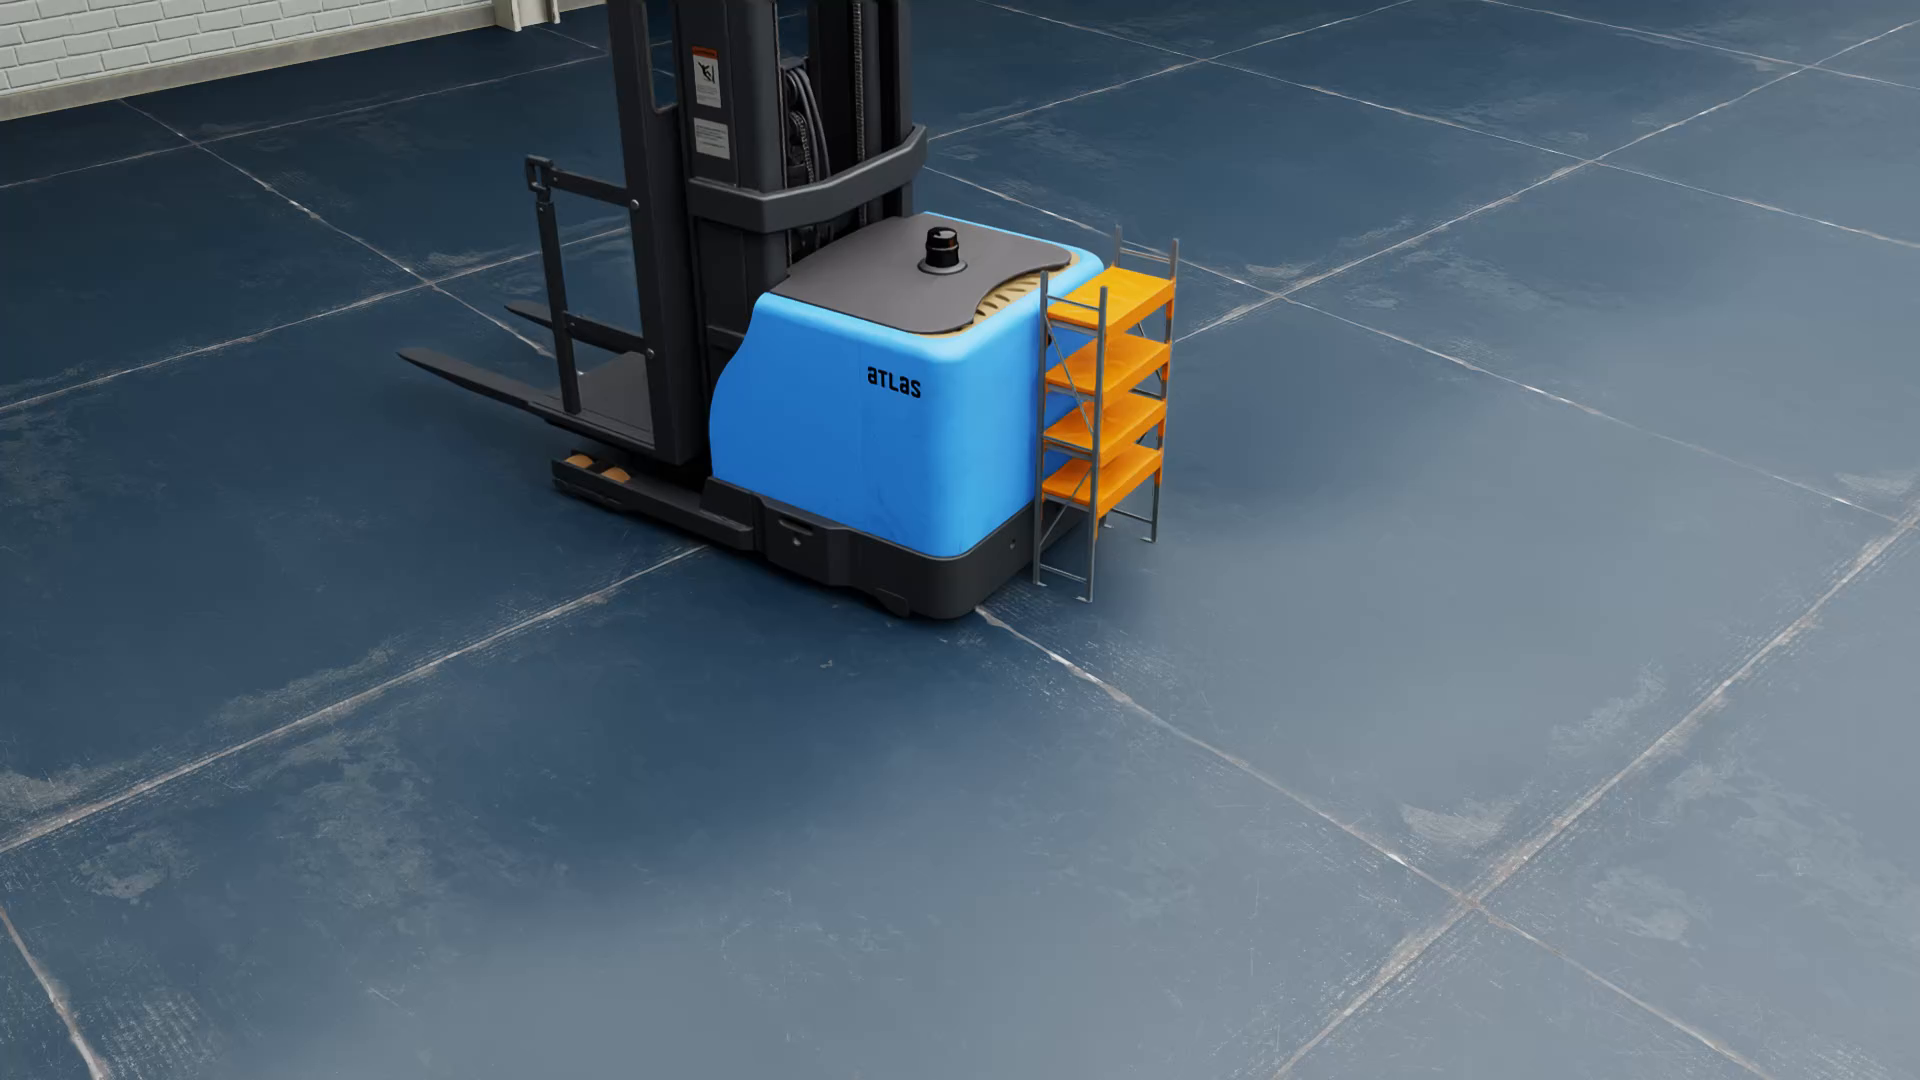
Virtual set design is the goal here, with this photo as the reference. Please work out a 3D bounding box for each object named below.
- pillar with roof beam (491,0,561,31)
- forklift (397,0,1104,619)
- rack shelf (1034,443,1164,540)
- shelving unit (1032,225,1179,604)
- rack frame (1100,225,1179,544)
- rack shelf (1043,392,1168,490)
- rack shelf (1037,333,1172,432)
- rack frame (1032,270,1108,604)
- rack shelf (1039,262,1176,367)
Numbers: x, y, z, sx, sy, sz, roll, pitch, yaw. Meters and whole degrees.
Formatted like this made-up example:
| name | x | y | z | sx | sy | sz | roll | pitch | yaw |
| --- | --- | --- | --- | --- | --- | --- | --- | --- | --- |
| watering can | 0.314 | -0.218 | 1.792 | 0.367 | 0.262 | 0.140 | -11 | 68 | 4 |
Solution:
| name | x | y | z | sx | sy | sz | roll | pitch | yaw |
| --- | --- | --- | --- | --- | --- | --- | --- | --- | --- |
| pillar with roof beam | -0.378 | -6.145 | 7.673 | 0.400 | 9.000 | 9.100 | -26 | 40 | -35 |
| forklift | -0.983 | -1.568 | 6.005 | 3.031 | 2.935 | 1.130 | 20 | 36 | 29 |
| rack shelf | 0.500 | -0.201 | 5.939 | 0.258 | 0.148 | 0.480 | 19 | 36 | 28 |
| shelving unit | 0.500 | -0.428 | 5.800 | 0.258 | 1.200 | 0.503 | 19 | 36 | 28 |
| rack frame | 0.636 | -0.534 | 5.973 | 0.240 | 1.200 | 0.015 | 19 | 36 | 28 |
| rack shelf | 0.500 | -0.371 | 5.835 | 0.258 | 0.148 | 0.480 | 19 | 36 | 28 |
| rack shelf | 0.500 | -0.561 | 5.718 | 0.258 | 0.148 | 0.480 | 19 | 36 | 28 |
| rack frame | 0.365 | -0.322 | 5.627 | 0.240 | 1.200 | 0.015 | 19 | 36 | 28 |
| rack shelf | 0.500 | -0.763 | 5.595 | 0.258 | 0.148 | 0.480 | 19 | 36 | 28 |
